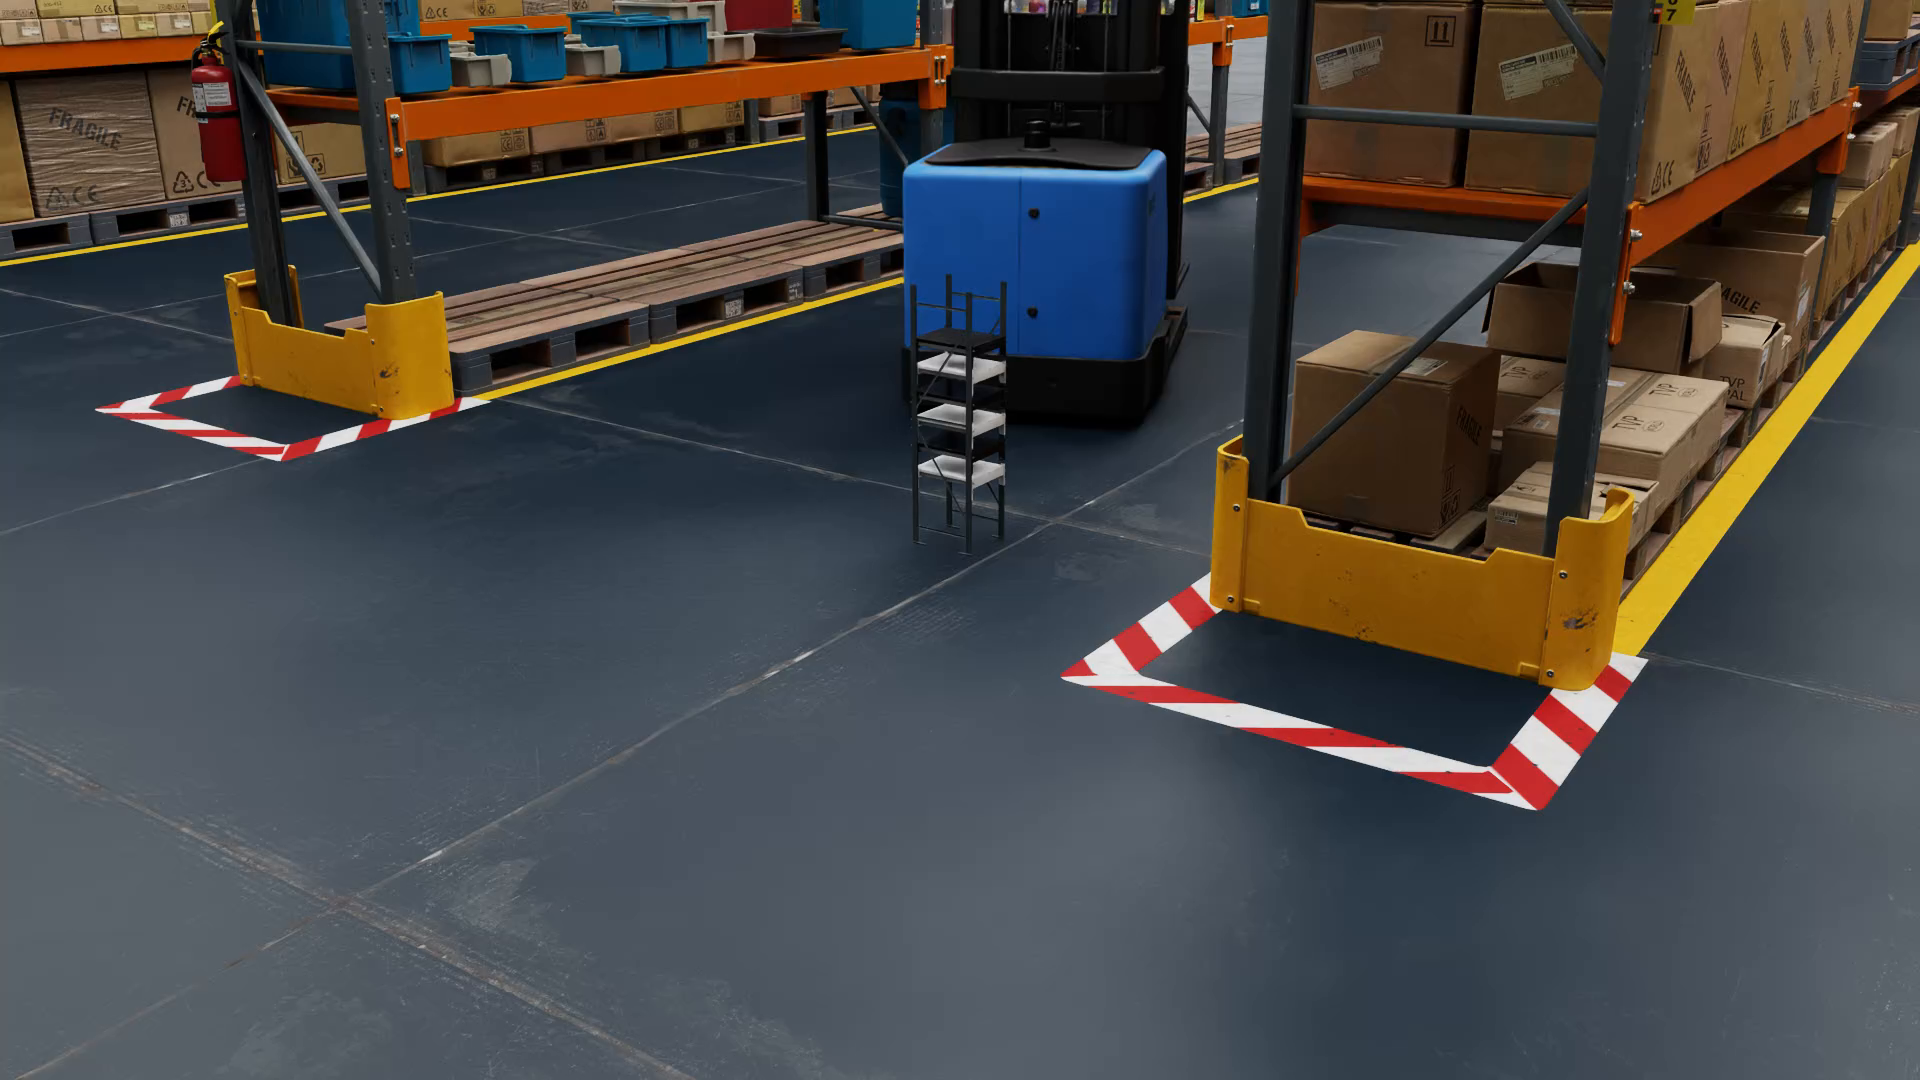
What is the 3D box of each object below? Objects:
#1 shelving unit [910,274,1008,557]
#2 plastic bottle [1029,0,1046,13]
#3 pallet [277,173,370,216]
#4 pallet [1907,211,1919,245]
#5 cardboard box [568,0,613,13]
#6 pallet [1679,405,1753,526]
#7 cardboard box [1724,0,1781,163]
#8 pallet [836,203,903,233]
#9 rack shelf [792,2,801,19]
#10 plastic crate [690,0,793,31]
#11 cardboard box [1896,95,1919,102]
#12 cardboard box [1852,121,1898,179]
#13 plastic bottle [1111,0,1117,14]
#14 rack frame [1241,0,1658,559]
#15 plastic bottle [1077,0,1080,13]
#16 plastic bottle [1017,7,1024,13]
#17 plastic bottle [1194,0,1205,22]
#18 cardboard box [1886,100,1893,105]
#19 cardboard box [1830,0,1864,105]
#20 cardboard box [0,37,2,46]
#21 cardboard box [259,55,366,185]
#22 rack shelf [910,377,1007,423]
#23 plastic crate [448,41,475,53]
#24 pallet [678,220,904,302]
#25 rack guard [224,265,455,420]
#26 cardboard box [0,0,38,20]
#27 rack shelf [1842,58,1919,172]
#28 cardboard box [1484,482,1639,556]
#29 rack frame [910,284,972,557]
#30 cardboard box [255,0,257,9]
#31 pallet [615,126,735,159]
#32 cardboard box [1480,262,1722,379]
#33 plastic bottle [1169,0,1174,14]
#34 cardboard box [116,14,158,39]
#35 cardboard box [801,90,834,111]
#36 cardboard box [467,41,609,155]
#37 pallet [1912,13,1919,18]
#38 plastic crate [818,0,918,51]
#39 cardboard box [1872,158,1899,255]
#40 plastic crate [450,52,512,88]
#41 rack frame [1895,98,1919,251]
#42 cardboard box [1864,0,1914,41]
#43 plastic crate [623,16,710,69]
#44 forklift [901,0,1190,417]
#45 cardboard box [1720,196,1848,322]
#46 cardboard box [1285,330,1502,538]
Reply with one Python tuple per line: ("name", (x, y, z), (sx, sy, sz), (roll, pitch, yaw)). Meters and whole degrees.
("shelving unit", (-0.005, -0.420, 5.603), (0.258, 0.900, 0.210), (13, 24, 32))
("plastic bottle", (0.509, -3.455, 10.950), (0.061, 0.283, 0.133), (13, 24, 32))
("pallet", (-5.137, -2.688, 12.728), (1.003, 0.211, 1.213), (13, 24, 32))
("pallet", (6.289, -2.334, 11.772), (1.003, 0.211, 1.213), (13, 24, 32))
("cardboard box", (-3.330, -4.766, 14.183), (0.500, 0.500, 0.500), (14, 24, 33))
("pallet", (2.474, -0.410, 6.569), (1.003, 0.211, 1.213), (13, 24, 32))
("cardboard box", (2.335, -1.534, 5.443), (0.500, 0.500, 0.500), (13, 24, 32))
("pallet", (-0.081, -2.139, 11.242), (1.003, 0.211, 1.213), (13, 24, 32))
("rack shelf", (-1.272, -5.583, 17.572), (1.077, 0.370, 4.000), (13, 24, 32))
("plastic crate", (-1.258, -3.084, 9.600), (0.402, 0.464, 0.583), (13, 24, 32))
("cardboard box", (7.482, -3.266, 12.822), (0.500, 0.311, 0.500), (13, 24, 32))
("cardboard box", (4.863, -2.174, 9.206), (0.500, 0.250, 0.500), (13, 24, 31))
("plastic bottle", (1.059, -3.793, 11.766), (0.144, 0.351, 0.185), (13, 24, 32))
("rack frame", (1.297, -1.118, 4.465), (1.000, 3.000, 0.127), (13, 24, 32))
("plastic bottle", (0.765, -3.591, 11.336), (0.097, 0.271, 0.097), (0, 20, 0))
("plastic bottle", (0.375, -3.359, 10.809), (0.097, 0.201, 0.097), (0, 20, 0))
("plastic bottle", (1.825, -4.127, 12.766), (0.061, 0.283, 0.133), (13, 24, 32))
("cardboard box", (7.029, -3.370, 13.103), (0.500, 0.311, 0.500), (12, 24, 30))
("cardboard box", (3.477, -2.119, 7.027), (0.500, 0.500, 0.500), (14, 24, 33))
("cardboard box", (-6.135, -3.118, 10.234), (0.380, 0.149, 0.250), (13, 24, 31))
("cardboard box", (-5.082, -3.226, 12.619), (0.875, 0.875, 0.875), (13, 24, 32))
("rack shelf", (-0.005, -0.473, 5.583), (0.258, 0.077, 0.200), (13, 24, 32))
("plastic crate", (-2.314, -2.340, 8.060), (0.396, 0.136, 0.243), (13, 24, 32))
("pallet", (-0.930, -1.707, 10.075), (1.003, 0.211, 1.213), (13, 24, 32))
("rack guard", (-2.800, -0.904, 7.487), (1.175, 0.500, 0.348), (13, 24, 32))
("cardboard box", (-6.114, -3.356, 10.302), (0.500, 0.250, 0.500), (13, 24, 31))
("rack shelf", (4.670, -2.502, 9.243), (1.077, 0.370, 4.000), (13, 24, 32))
("cardboard box", (1.817, -0.041, 5.026), (0.380, 0.149, 0.250), (13, 24, 32))
("rack frame", (-0.062, -0.391, 5.524), (0.240, 0.900, 0.006), (13, 24, 32))
("cardboard box", (-4.965, -3.941, 11.884), (0.500, 0.250, 0.500), (14, 25, 33))
("pallet", (-2.902, -3.827, 15.808), (1.003, 0.211, 1.213), (13, 24, 32))
("cardboard box", (2.494, -0.761, 6.464), (0.797, 0.503, 0.637), (13, 24, 32))
("plastic bottle", (1.561, -3.965, 12.446), (0.097, 0.201, 0.097), (0, 20, 0))
("cardboard box", (-5.558, -3.413, 11.029), (0.380, 0.149, 0.250), (13, 24, 30))
("cardboard box", (-1.735, -4.738, 17.220), (0.700, 0.500, 0.500), (11, 23, 27))
("cardboard box", (-3.800, -3.844, 14.289), (1.225, 0.875, 0.875), (12, 24, 30))
("pallet", (5.471, -3.116, 10.141), (1.213, 0.211, 1.003), (13, 24, 32))
("plastic crate", (-0.529, -3.053, 9.632), (0.392, 0.384, 0.575), (13, 24, 32))
("cardboard box", (5.171, -1.985, 9.777), (0.500, 0.500, 0.500), (12, 24, 30))
("plastic crate", (-2.138, -2.072, 7.338), (0.250, 0.136, 0.298), (13, 24, 32))
("rack frame", (5.794, -3.414, 10.670), (1.000, 3.000, 0.127), (13, 24, 32))
("cardboard box", (3.997, -2.602, 7.727), (0.700, 0.500, 0.500), (5, 21, 14))
("plastic crate", (-1.478, -2.506, 8.370), (0.416, 0.233, 0.300), (13, 24, 32))
("forklift", (0.562, -2.365, 7.934), (1.130, 2.935, 3.031), (4, 21, 11))
("cardboard box", (4.019, -1.391, 8.171), (0.500, 0.500, 0.500), (12, 23, 29))
("cardboard box", (1.399, -0.356, 5.374), (0.500, 0.500, 0.500), (13, 24, 32))
